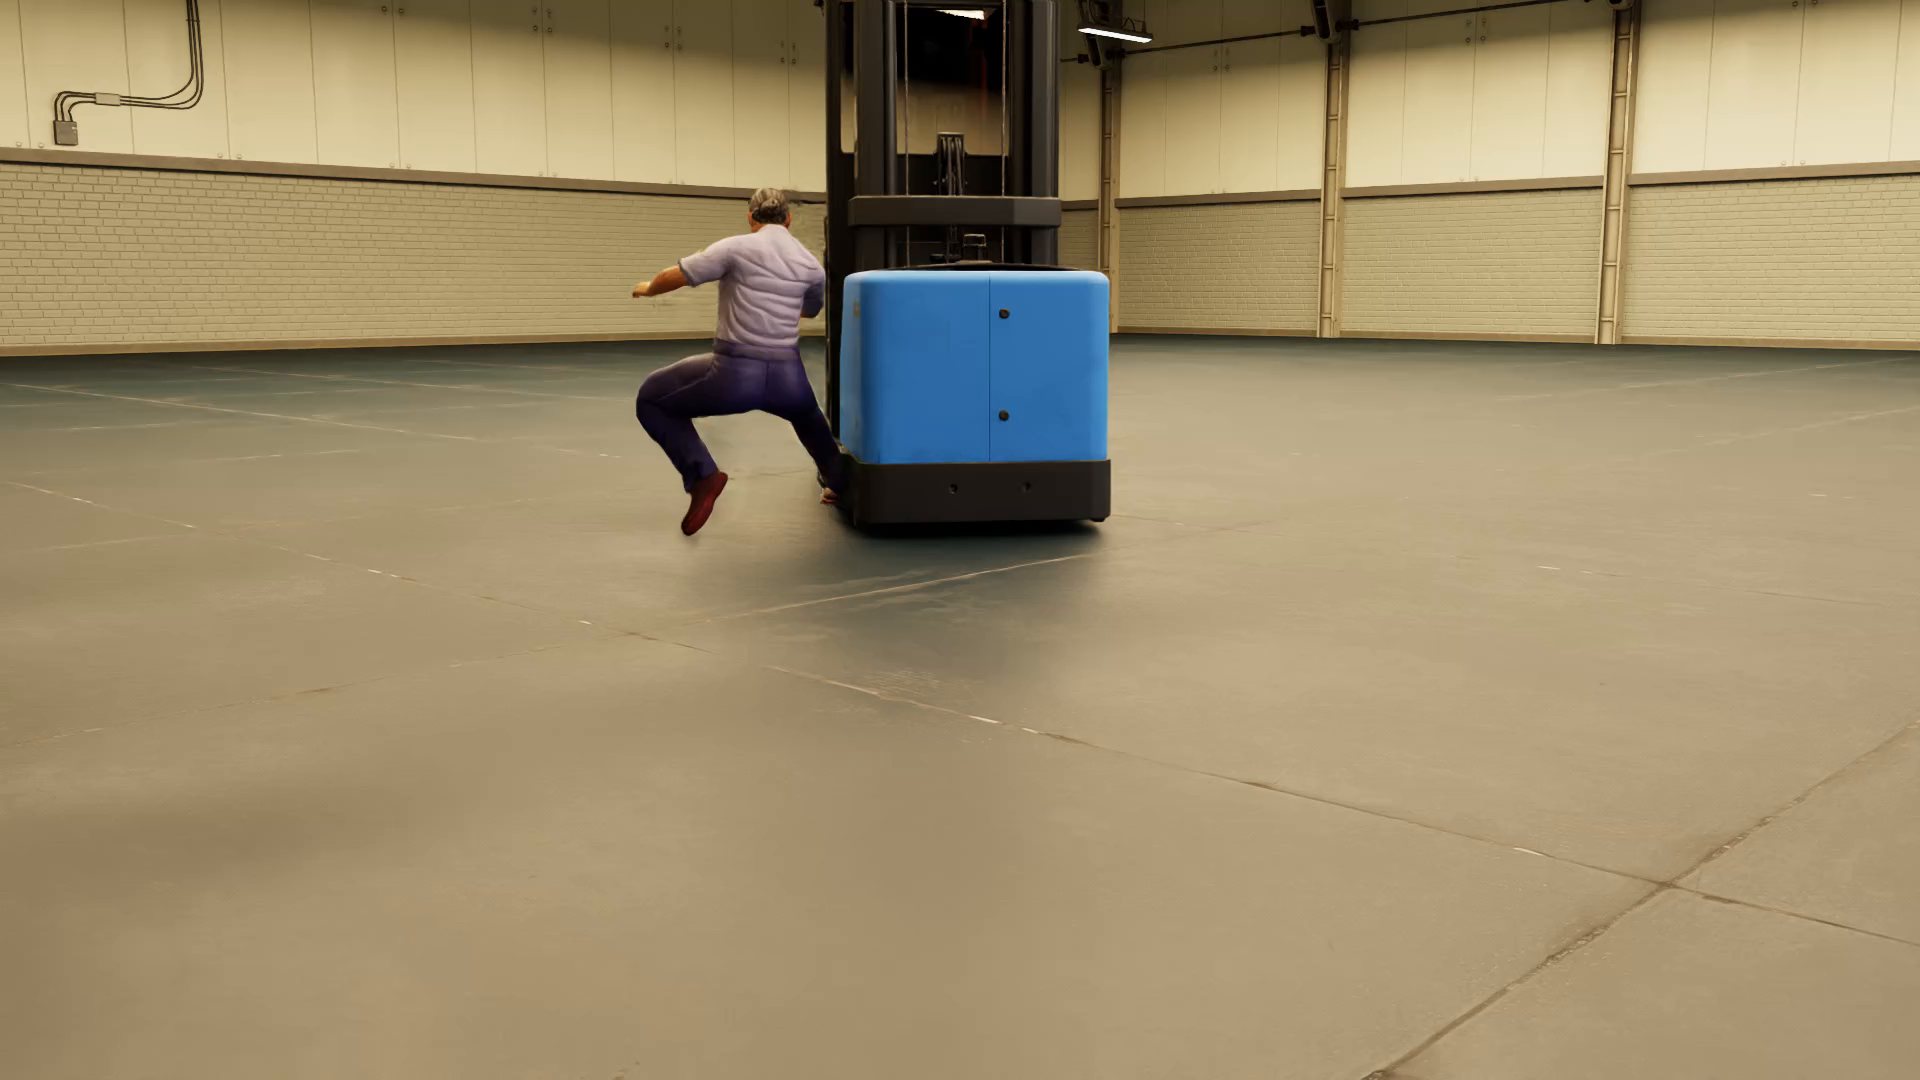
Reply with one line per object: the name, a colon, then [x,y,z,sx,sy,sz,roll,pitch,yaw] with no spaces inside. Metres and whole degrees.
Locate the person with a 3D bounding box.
person: [-0.866,-0.744,6.924,0.959,1.410,0.722,-4,9,-24]

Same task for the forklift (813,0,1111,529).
forklift: [-0.120,-1.677,8.011,1.130,2.935,3.031,-1,9,-9]
